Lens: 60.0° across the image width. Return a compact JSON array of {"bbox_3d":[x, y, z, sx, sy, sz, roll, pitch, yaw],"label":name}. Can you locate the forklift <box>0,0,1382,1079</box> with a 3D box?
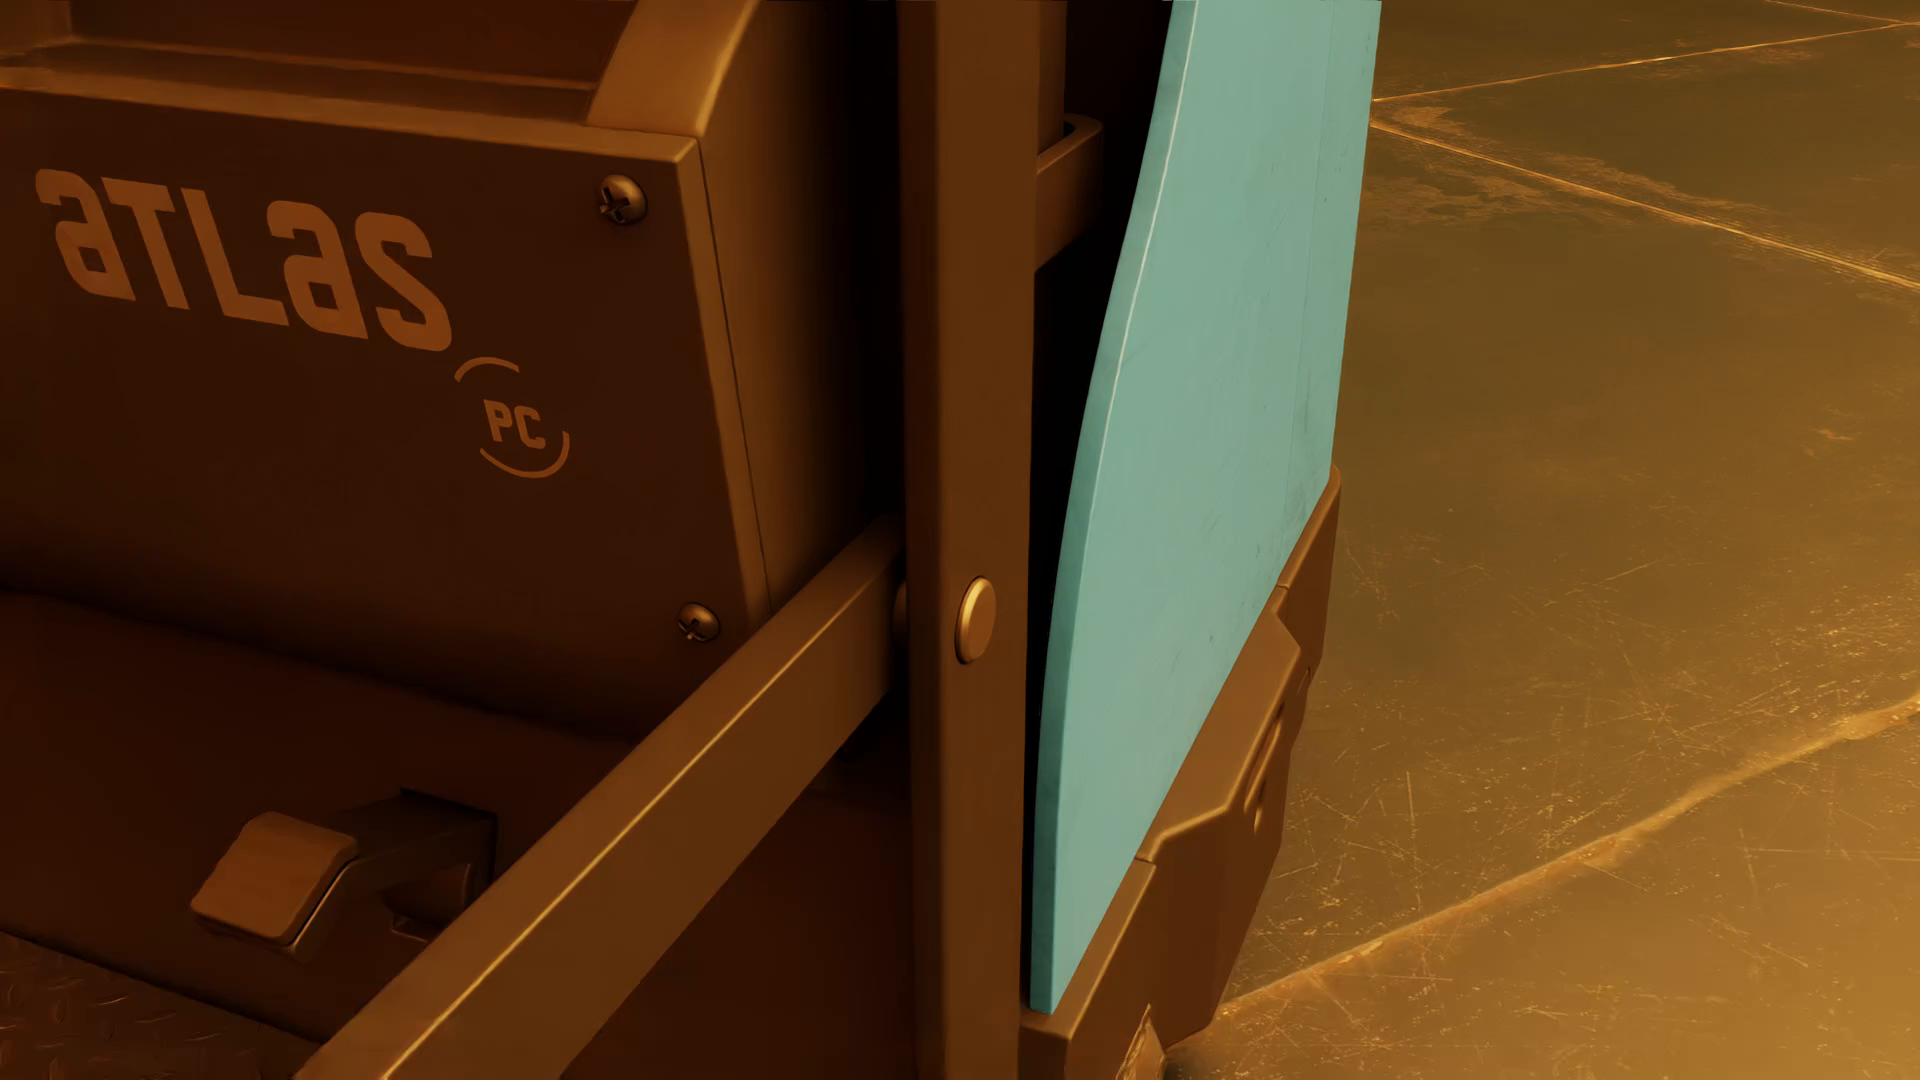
[{"bbox_3d":[-0.583,-0.597,0.437,1.130,2.935,3.031,11,29,20],"label":"forklift"}]
